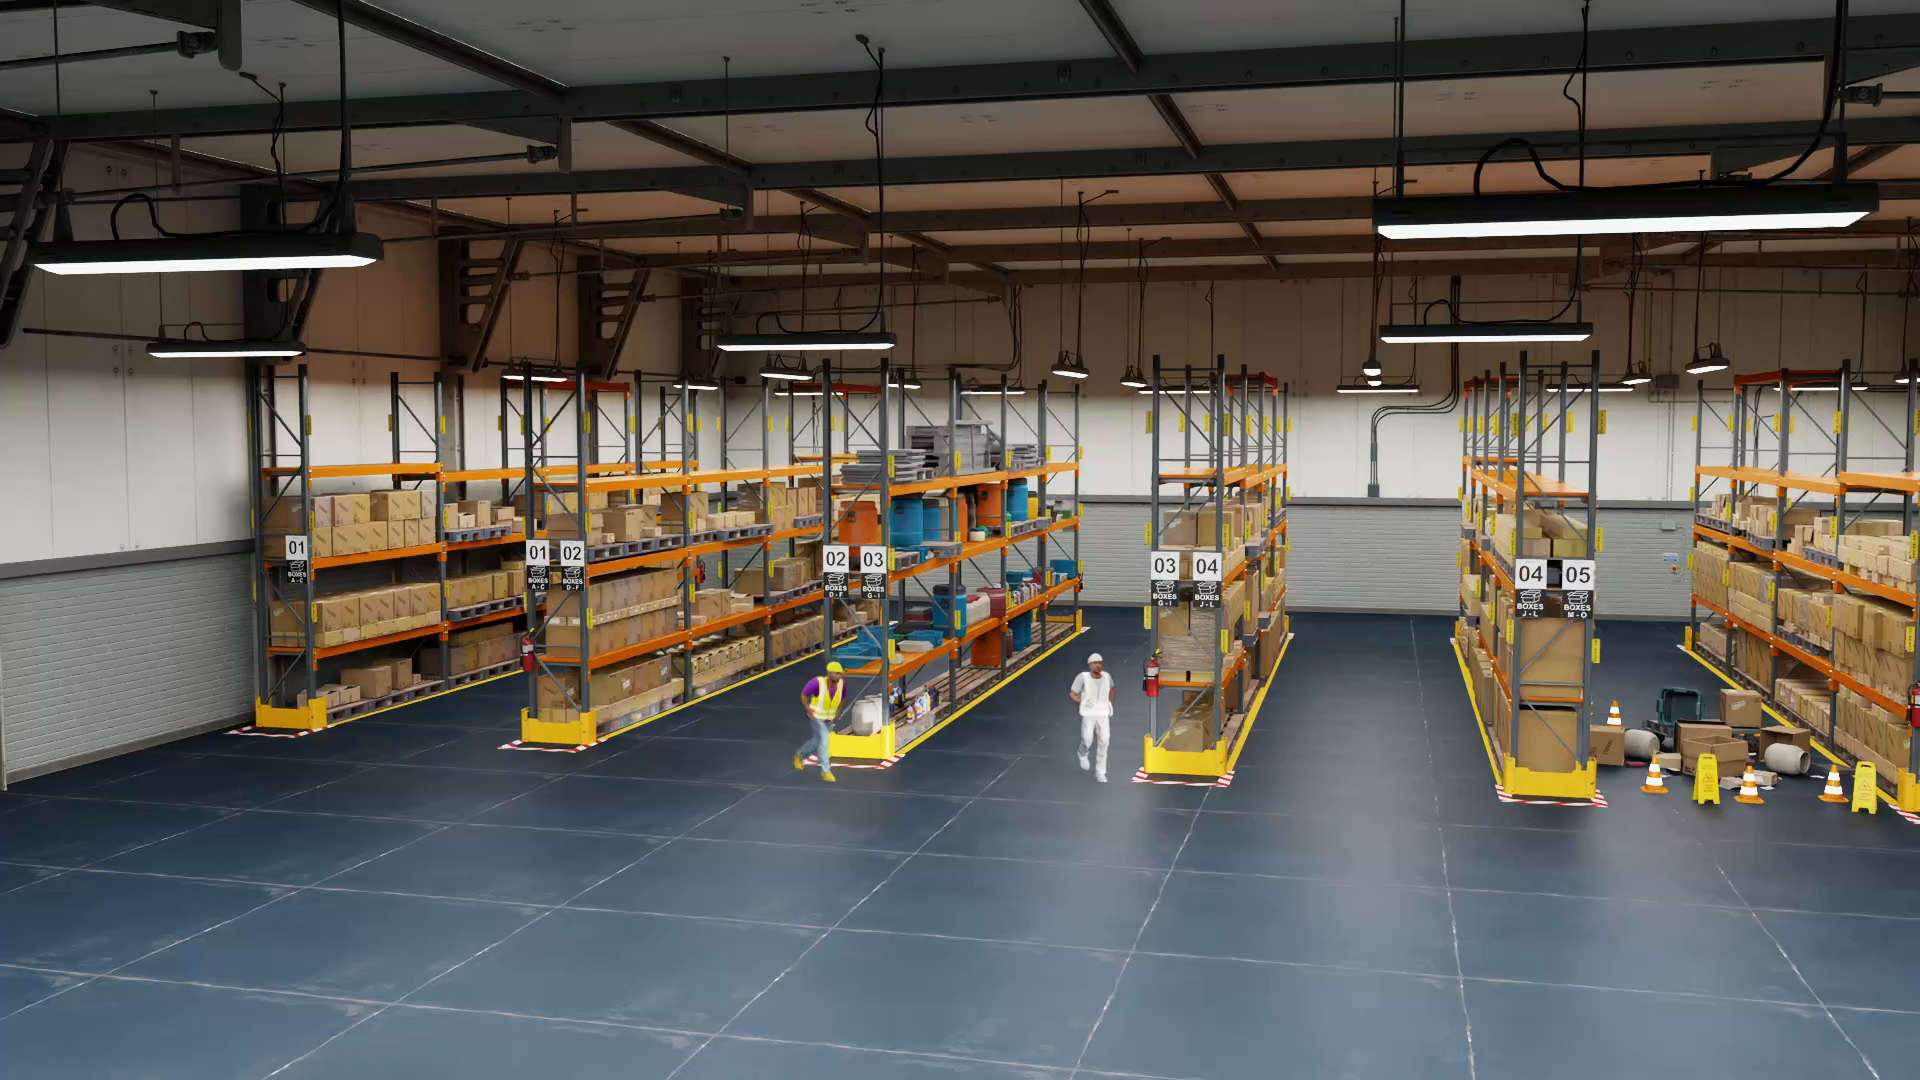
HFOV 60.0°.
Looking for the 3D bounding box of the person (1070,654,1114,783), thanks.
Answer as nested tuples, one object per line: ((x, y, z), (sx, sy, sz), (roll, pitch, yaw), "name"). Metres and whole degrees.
((1.905, 2.491, 23.563), (0.700, 1.768, 0.895), (-1, 4, -11), "person")

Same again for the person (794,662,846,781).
((-2.004, 2.543, 23.735), (0.675, 1.696, 1.007), (-3, 5, -39), "person")
